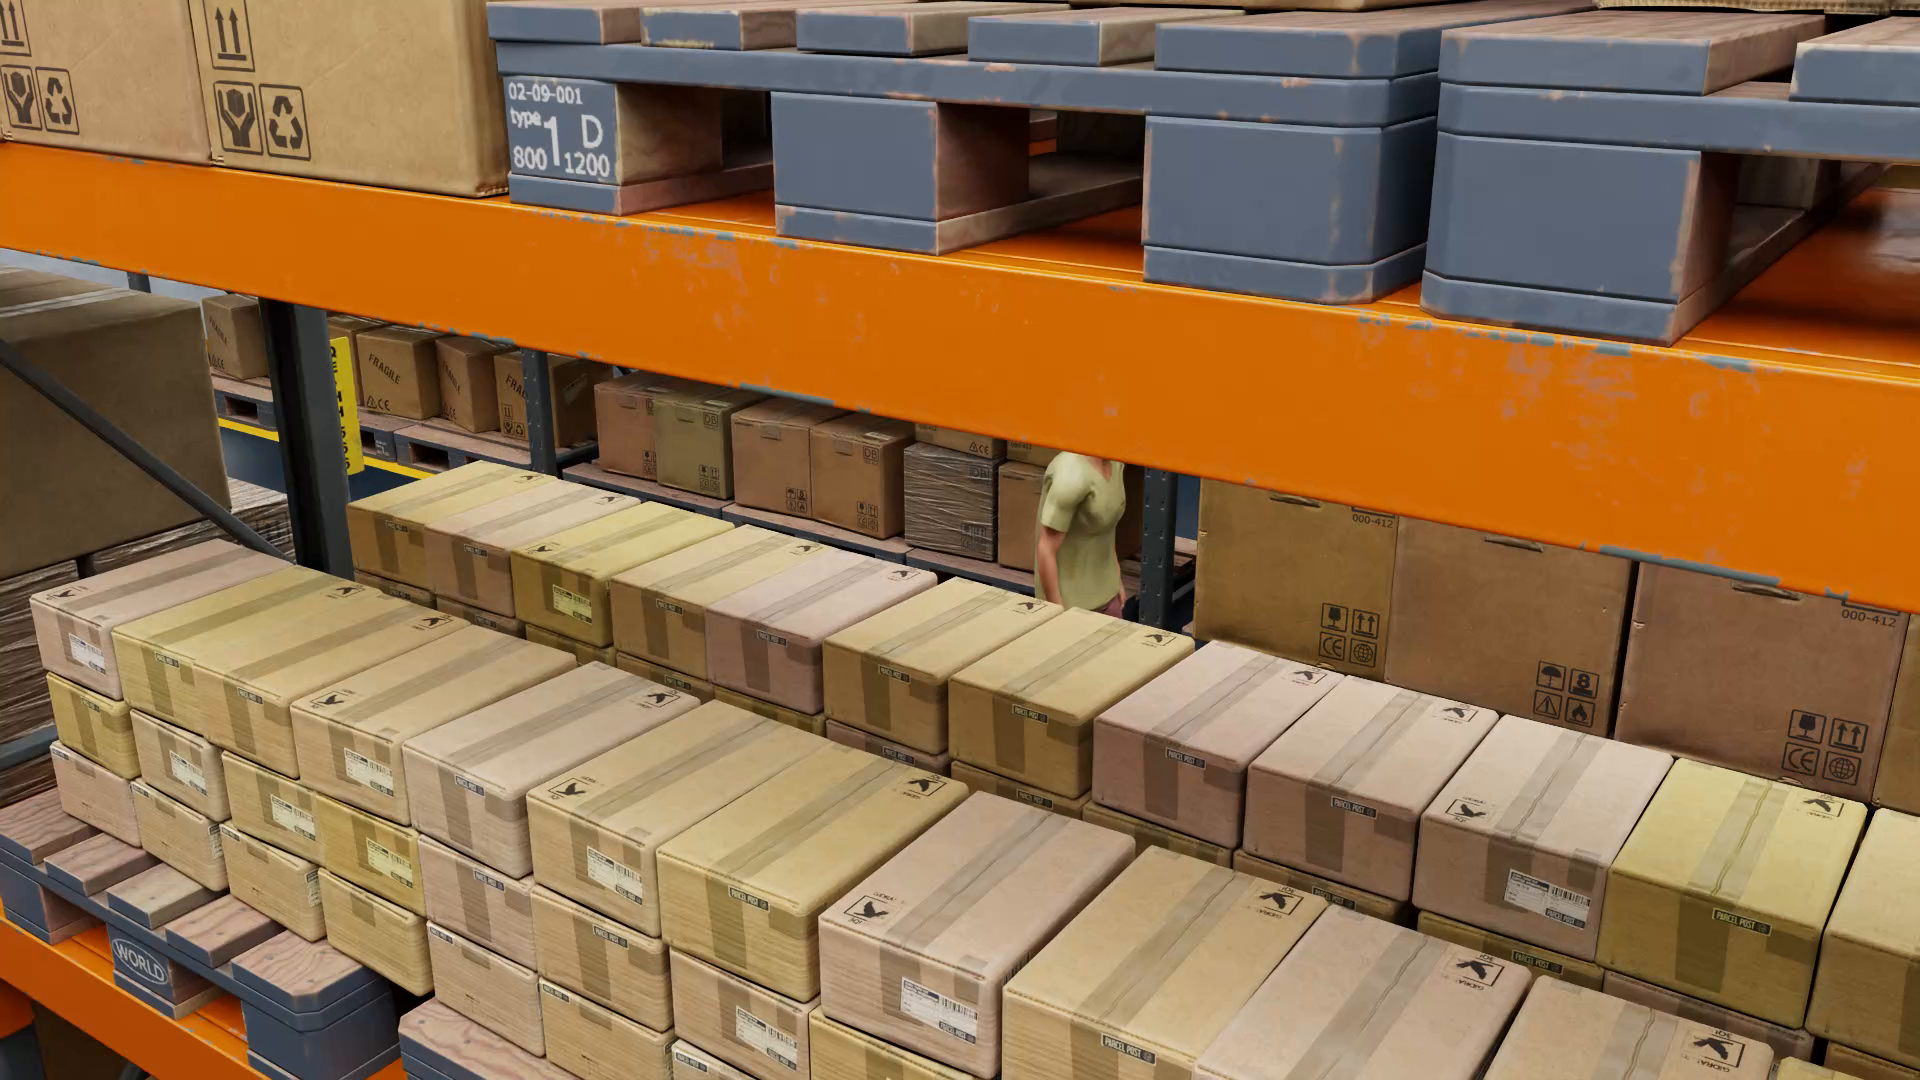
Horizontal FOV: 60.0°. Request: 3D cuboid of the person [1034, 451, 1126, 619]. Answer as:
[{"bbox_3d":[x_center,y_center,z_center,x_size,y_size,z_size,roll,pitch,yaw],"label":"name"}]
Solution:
[{"bbox_3d":[0.475,0.234,5.927,0.408,1.673,0.519,12,23,29],"label":"person"}]
